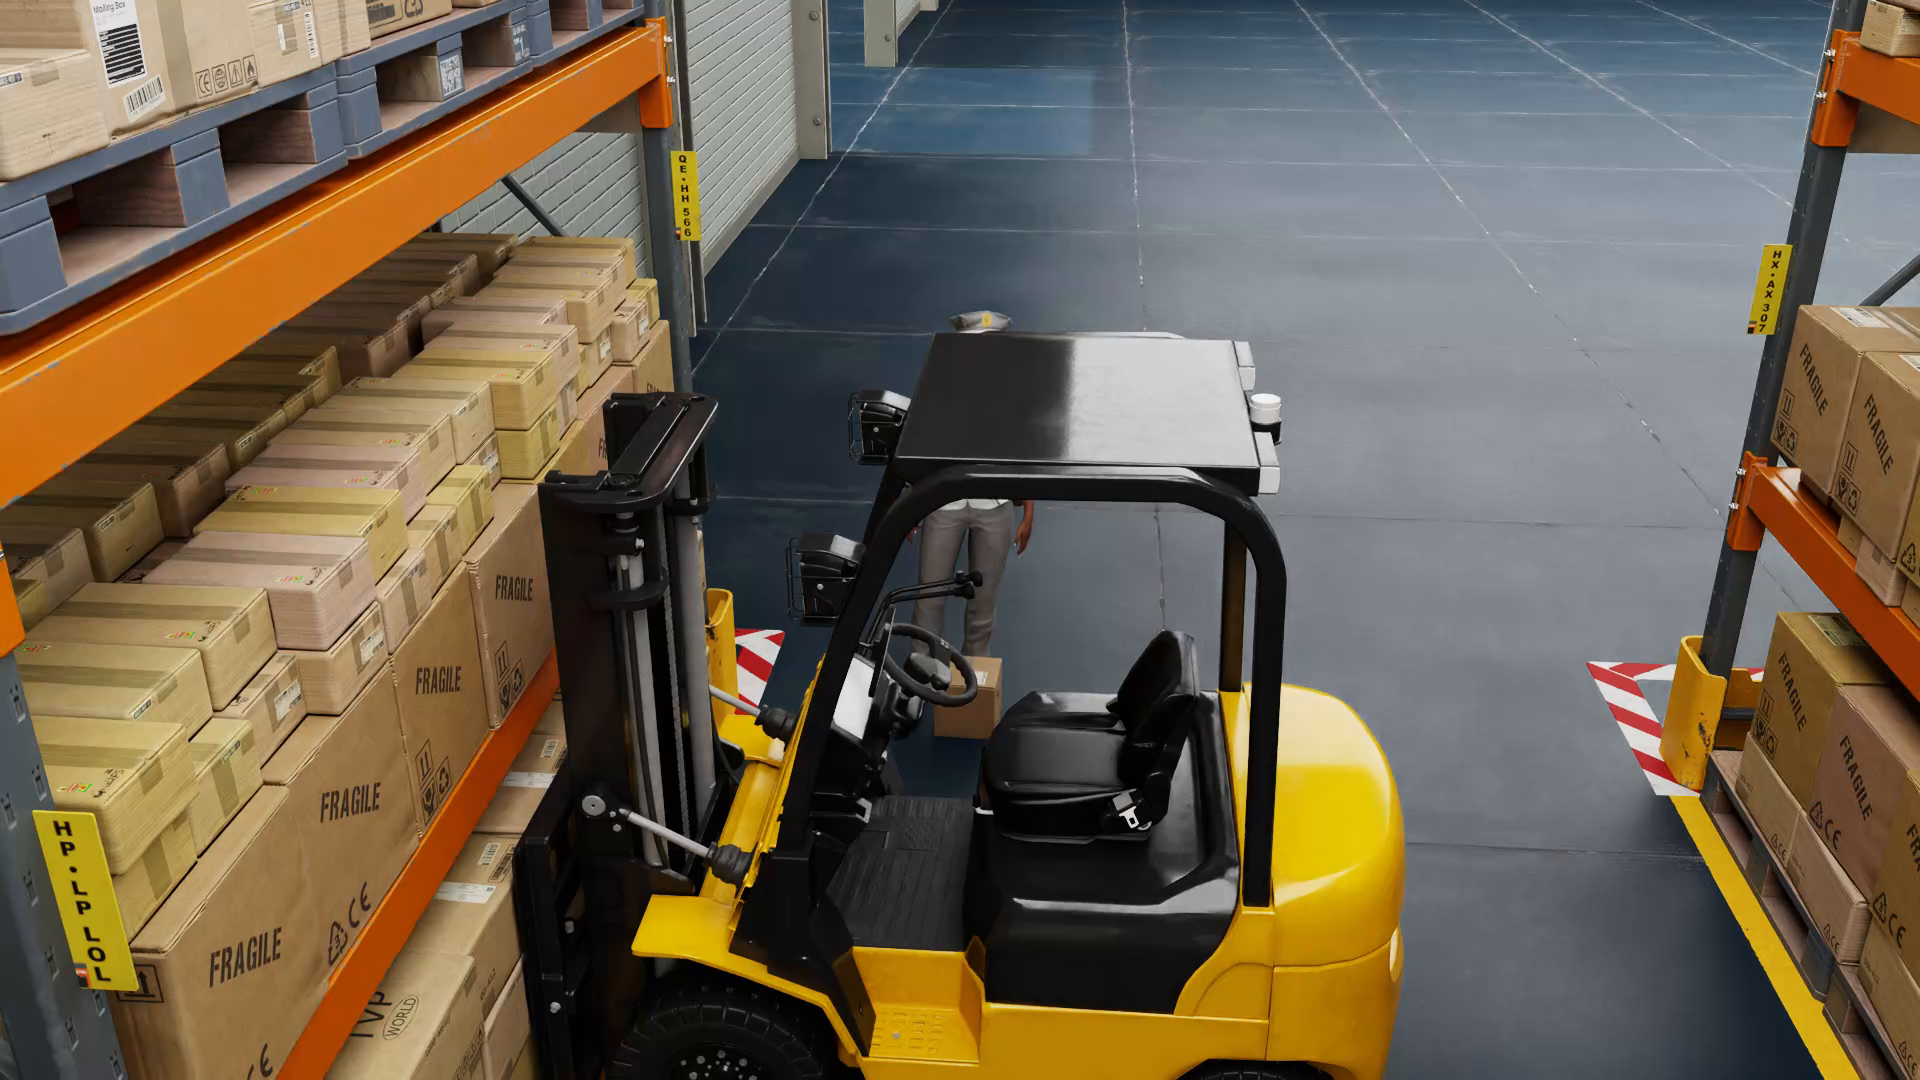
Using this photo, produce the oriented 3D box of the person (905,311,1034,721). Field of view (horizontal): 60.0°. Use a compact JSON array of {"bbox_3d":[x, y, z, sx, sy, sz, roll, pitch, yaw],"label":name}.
[{"bbox_3d":[0.018,-0.100,6.761,0.569,1.695,0.530,2,25,4],"label":"person"}]
